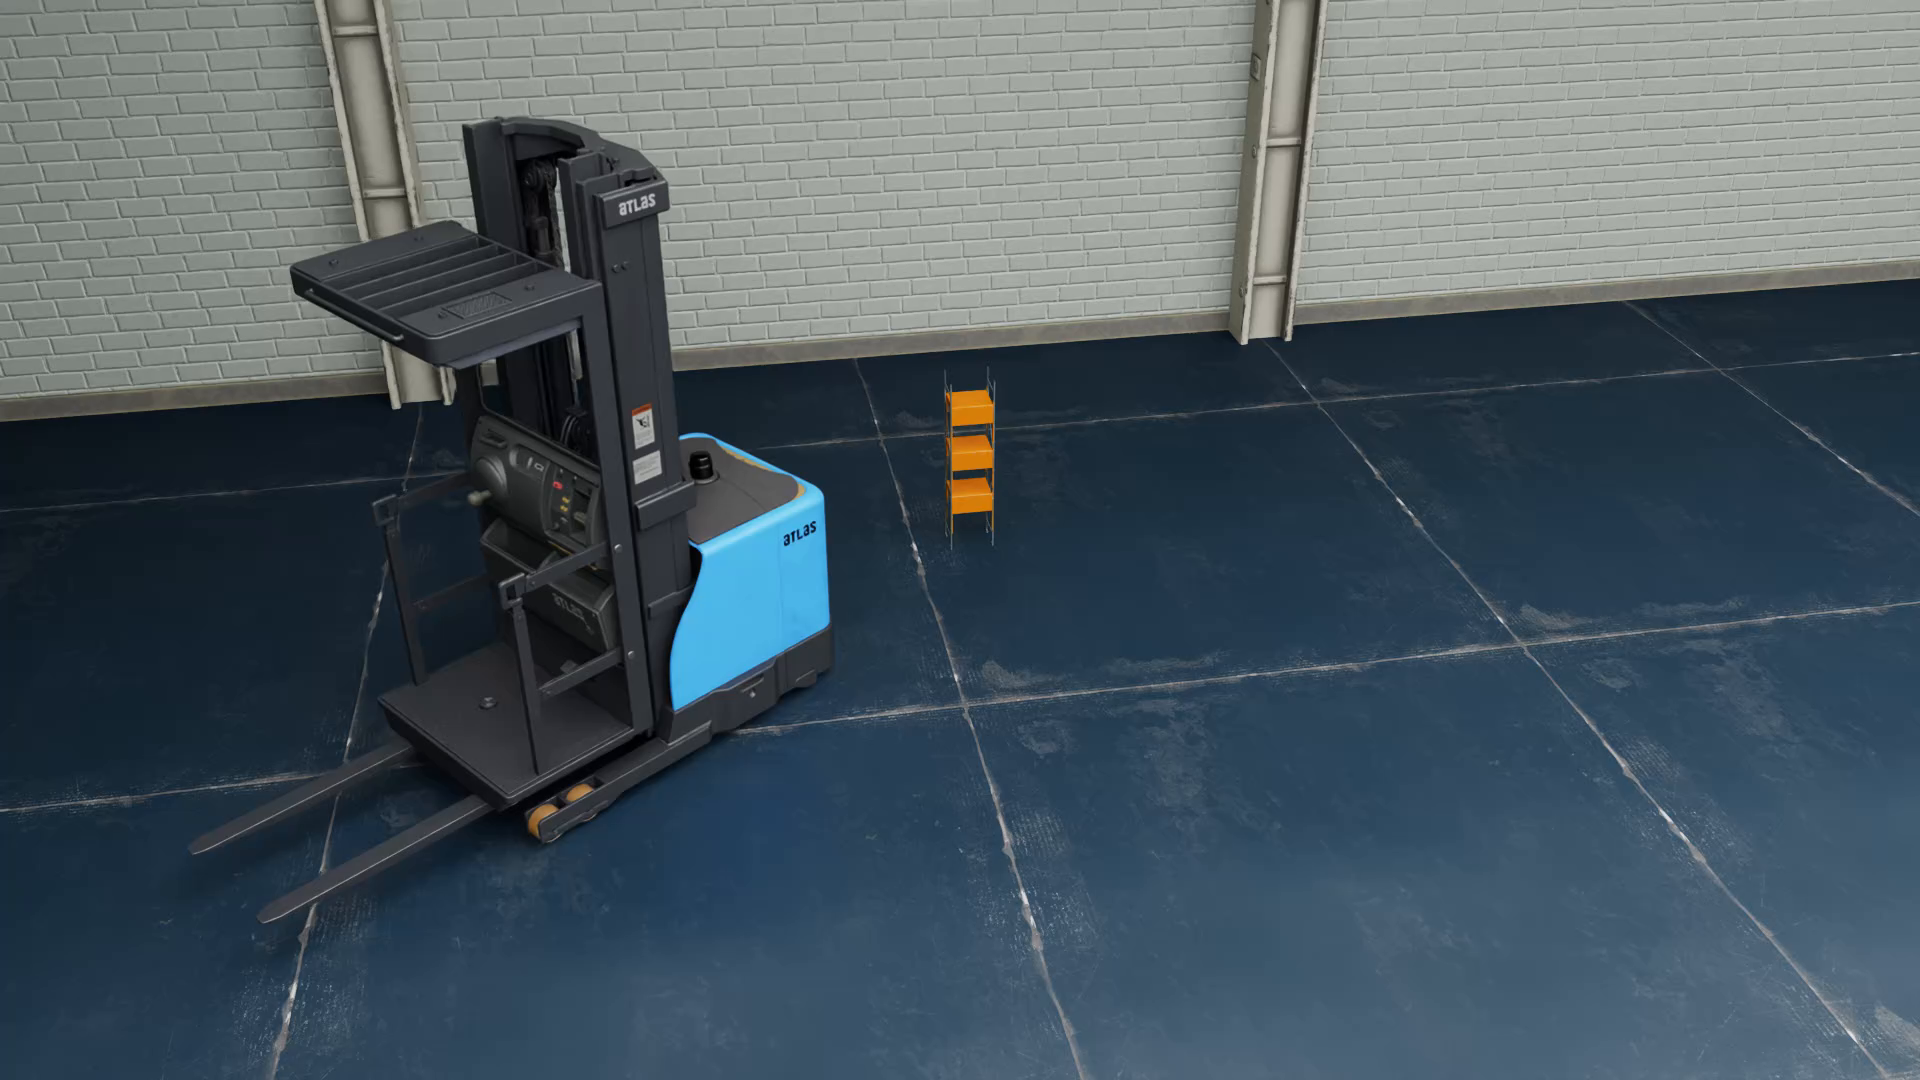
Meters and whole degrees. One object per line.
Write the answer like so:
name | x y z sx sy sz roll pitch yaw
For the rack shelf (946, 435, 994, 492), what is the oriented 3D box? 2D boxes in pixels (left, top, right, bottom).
rack shelf | 0.053 -0.448 9.498 0.240 0.259 0.215 -5 31 -9

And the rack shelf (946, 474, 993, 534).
rack shelf | 0.053 -0.209 9.638 0.240 0.259 0.215 -5 31 -9

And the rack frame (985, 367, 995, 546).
rack frame | 0.173 -0.469 9.511 0.008 1.050 0.200 -5 31 -9

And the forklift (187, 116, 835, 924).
forklift | -2.017 -0.204 7.205 1.130 2.935 3.031 25 39 36

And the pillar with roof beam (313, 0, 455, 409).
pillar with roof beam | -2.904 -2.713 5.486 0.400 9.000 9.100 -5 31 -9

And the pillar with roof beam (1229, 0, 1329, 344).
pillar with roof beam | 2.998 -3.261 6.418 0.400 9.000 9.100 -5 31 -9

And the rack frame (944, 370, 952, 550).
rack frame | -0.067 -0.446 9.473 0.008 1.050 0.200 -5 31 -9

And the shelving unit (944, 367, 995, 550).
shelving unit | 0.053 -0.457 9.492 0.252 1.050 0.215 -5 31 -9

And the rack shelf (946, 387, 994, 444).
rack shelf | 0.053 -0.693 9.354 0.240 0.259 0.215 -5 31 -9
